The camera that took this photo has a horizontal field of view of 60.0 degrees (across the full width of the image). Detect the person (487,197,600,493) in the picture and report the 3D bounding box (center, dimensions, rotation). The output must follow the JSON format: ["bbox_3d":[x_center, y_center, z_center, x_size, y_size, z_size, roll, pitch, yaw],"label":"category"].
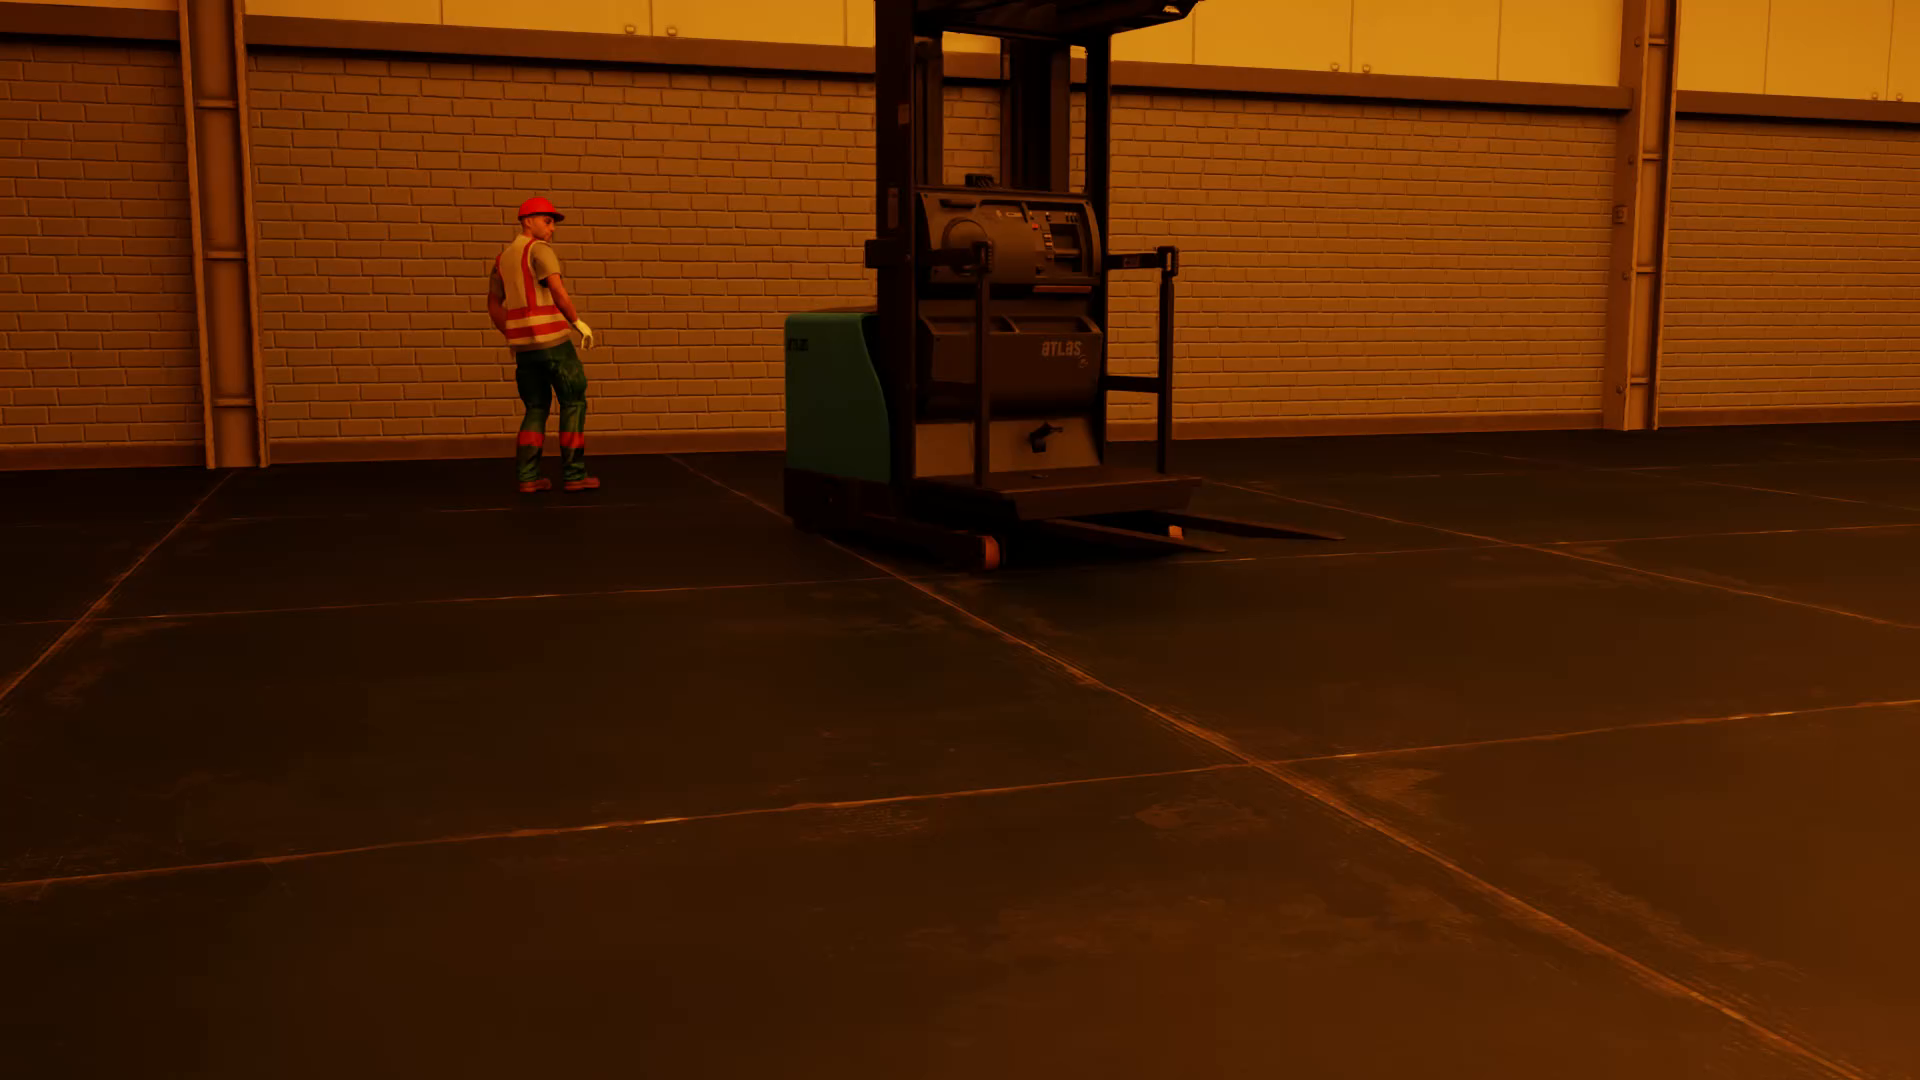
[{"bbox_3d":[-2.493,-1.177,10.046,0.757,1.761,0.506,5,9,31],"label":"person"}]

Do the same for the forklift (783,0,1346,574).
[{"bbox_3d":[0.352,-1.384,7.227,1.130,2.935,3.031,-5,9,-33],"label":"forklift"}]
